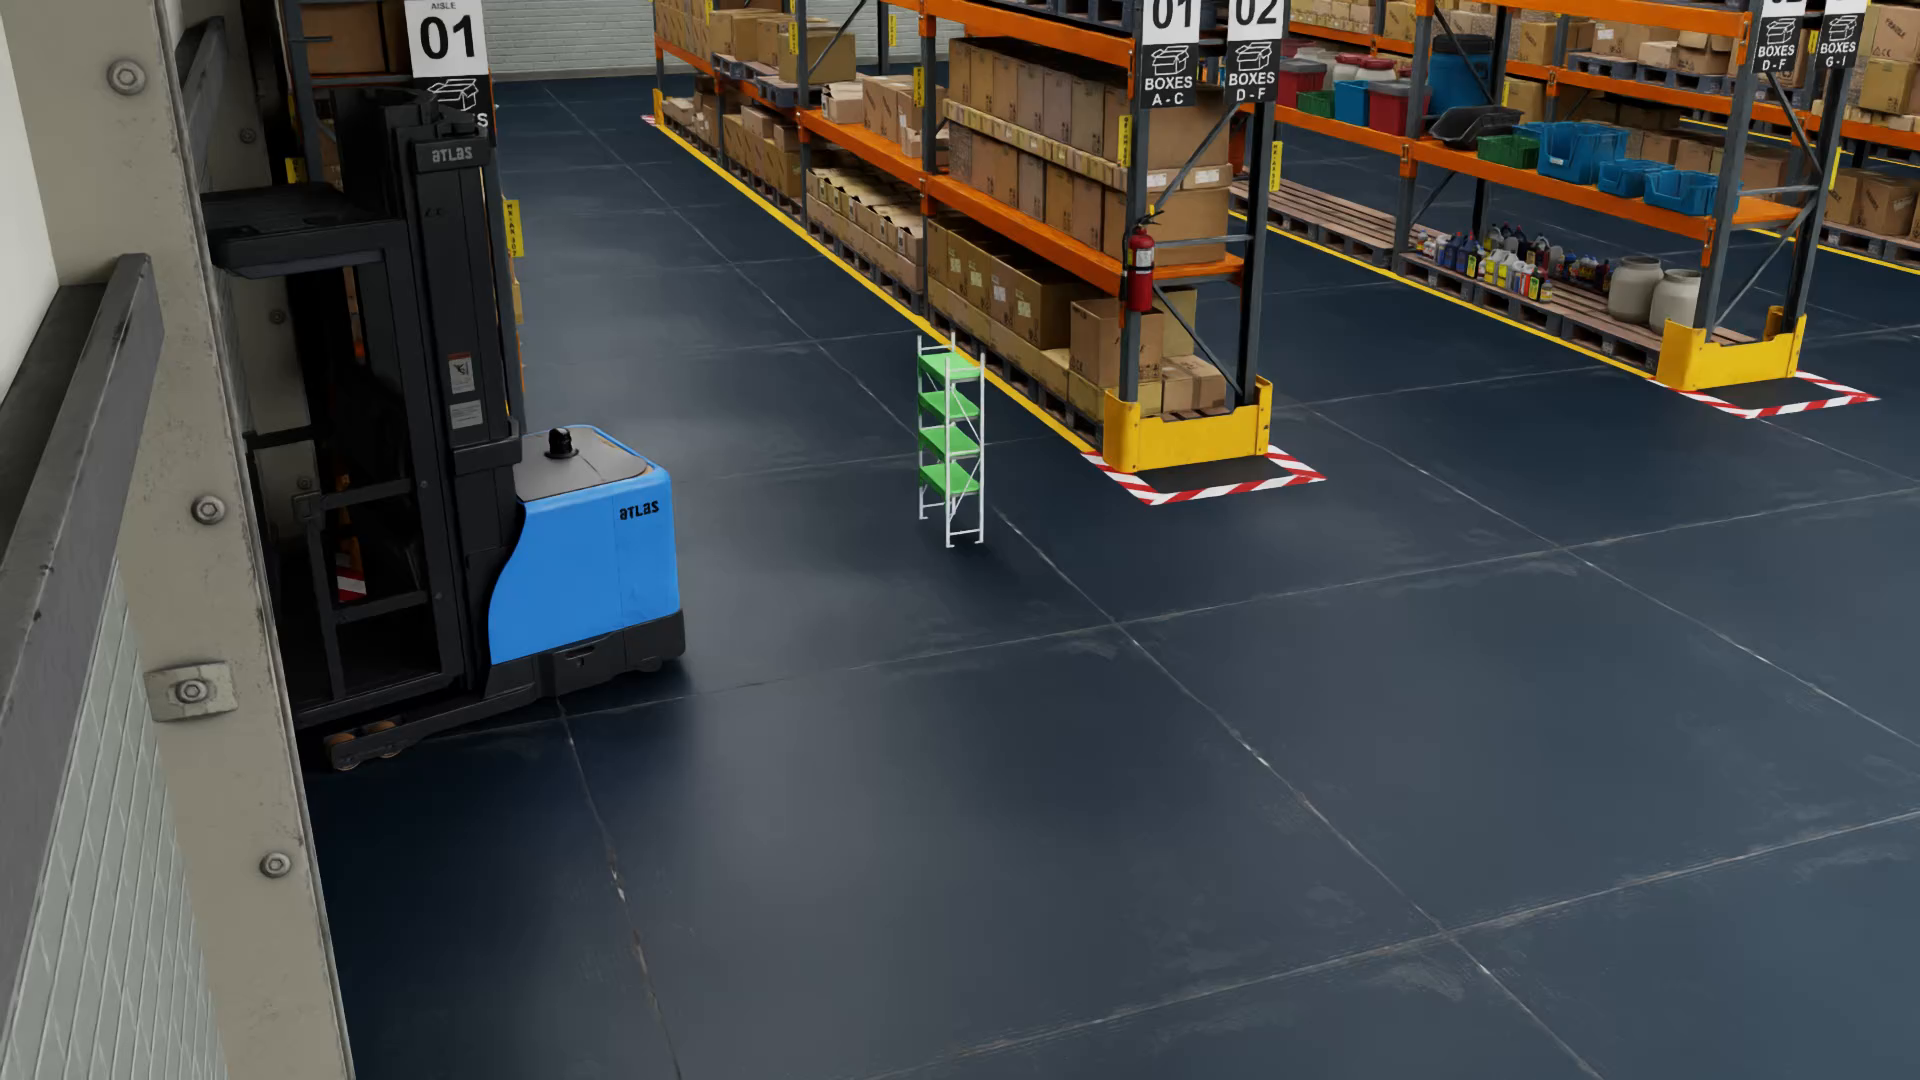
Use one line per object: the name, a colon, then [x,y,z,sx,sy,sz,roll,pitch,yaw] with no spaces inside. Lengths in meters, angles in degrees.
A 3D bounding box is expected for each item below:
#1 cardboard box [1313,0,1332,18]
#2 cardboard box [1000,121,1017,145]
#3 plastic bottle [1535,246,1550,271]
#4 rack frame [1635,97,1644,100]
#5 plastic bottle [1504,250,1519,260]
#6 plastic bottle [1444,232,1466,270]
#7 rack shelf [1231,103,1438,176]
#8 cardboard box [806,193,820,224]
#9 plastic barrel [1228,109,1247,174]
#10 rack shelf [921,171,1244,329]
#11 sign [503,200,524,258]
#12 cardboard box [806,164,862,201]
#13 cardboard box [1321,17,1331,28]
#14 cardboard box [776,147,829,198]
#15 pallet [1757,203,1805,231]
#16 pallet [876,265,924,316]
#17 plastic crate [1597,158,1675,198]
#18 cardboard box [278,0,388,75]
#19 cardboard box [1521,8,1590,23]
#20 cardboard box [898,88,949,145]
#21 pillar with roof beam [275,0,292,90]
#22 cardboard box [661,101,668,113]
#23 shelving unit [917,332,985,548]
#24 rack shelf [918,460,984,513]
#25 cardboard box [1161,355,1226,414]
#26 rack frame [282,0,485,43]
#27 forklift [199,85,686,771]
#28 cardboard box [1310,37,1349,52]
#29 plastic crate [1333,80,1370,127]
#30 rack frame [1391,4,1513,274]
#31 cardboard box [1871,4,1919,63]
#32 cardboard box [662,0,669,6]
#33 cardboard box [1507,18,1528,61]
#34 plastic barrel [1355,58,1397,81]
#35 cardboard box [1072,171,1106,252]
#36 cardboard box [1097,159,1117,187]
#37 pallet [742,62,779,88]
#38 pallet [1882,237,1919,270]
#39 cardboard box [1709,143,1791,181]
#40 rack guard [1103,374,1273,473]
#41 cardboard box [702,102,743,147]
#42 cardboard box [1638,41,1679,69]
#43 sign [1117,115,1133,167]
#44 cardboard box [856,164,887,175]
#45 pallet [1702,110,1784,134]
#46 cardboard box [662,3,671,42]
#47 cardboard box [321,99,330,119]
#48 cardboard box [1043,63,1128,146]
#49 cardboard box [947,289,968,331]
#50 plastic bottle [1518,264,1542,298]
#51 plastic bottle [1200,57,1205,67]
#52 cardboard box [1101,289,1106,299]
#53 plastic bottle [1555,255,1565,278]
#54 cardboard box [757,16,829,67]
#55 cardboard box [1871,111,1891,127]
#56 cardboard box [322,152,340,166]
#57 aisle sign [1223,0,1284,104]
cardboard box: [5.835,-8.266,25.809,0.500,0.250,0.500,-8,24,-18]
cardboard box: [0.532,-3.189,12.989,0.380,0.149,0.250,-9,25,-21]
plastic bottle: [5.428,-2.609,15.509,0.061,0.283,0.133,-8,24,-19]
rack frame: [11.278,-8.344,26.185,1.000,3.000,0.127,-8,24,-19]
plastic bottle: [5.038,-2.518,15.302,0.152,0.276,0.135,-8,24,-19]
plastic bottle: [4.692,-2.746,15.746,0.144,0.351,0.185,-8,24,-18]
rack shelf: [4.088,-4.509,18.012,1.077,0.370,4.000,-8,24,-19]
cardboard box: [-1.343,-3.585,17.893,0.500,0.250,0.500,-8,24,-19]
plastic barrel: [3.193,-4.936,20.353,0.600,0.830,0.708,-8,24,-19]
rack shelf: [0.866,-2.377,12.955,1.077,0.370,4.000,-8,24,-19]
sign: [-2.553,-1.775,9.484,0.100,0.325,0.005,-8,24,-19]
cardboard box: [-1.343,-3.843,17.784,0.500,0.311,0.500,-7,24,-17]
cardboard box: [5.824,-8.024,25.749,0.380,0.149,0.250,-8,24,-18]
cardboard box: [-1.804,-4.247,19.117,0.500,0.500,0.500,-7,24,-17]
pallet: [9.152,-3.791,18.973,1.003,0.211,1.213,-8,24,-19]
pallet: [-0.137,-2.413,15.703,1.003,0.211,1.213,-8,24,-19]
plastic crate: [5.527,-2.969,13.625,0.499,0.251,0.408,-8,24,-19]
cardboard box: [-3.445,-2.856,9.146,0.500,0.500,0.500,-7,24,-15]
cardboard box: [7.772,-7.023,21.630,0.797,0.503,0.637,-7,24,-17]
cardboard box: [-0.283,-3.954,15.641,0.500,0.500,0.500,-7,24,-15]
pillar with roof beam: [-6.448,-11.332,25.551,9.100,9.000,0.400,-8,24,-19]
cardboard box: [-4.253,-6.485,24.879,0.380,0.149,0.250,-8,24,-19]
shelving unit: [-0.058,-0.613,10.160,0.258,1.200,0.503,-8,24,-19]
rack shelf: [-0.058,-0.333,10.278,0.258,0.148,0.480,-8,24,-19]
cardboard box: [1.591,-1.134,12.078,0.500,0.250,0.500,-8,24,-19]
rack frame: [-3.061,-4.066,8.310,1.000,3.000,0.127,-8,24,-19]
forklift: [-2.924,-0.515,7.697,3.031,2.935,1.130,-16,28,-33]
cardboard box: [6.126,-7.492,26.359,0.875,0.875,0.875,-8,24,-19]
plastic crate: [4.114,-4.465,17.001,0.392,0.384,0.575,-8,24,-19]
rack frame: [4.795,-4.114,16.148,1.000,3.000,0.127,-8,24,-19]
cardboard box: [9.527,-5.057,16.588,0.500,0.500,0.500,-8,24,-19]
cardboard box: [-3.978,-7.916,23.754,0.500,0.500,0.500,-8,24,-18]
cardboard box: [7.438,-6.620,21.966,0.500,0.500,0.500,-9,24,-19]
plastic barrel: [4.403,-4.821,17.651,0.433,0.535,0.433,0,23,0]
cardboard box: [1.229,-2.390,11.929,0.700,0.500,0.500,-8,24,-18]
cardboard box: [1.165,-2.535,11.438,0.380,0.149,0.250,-8,24,-18]
pallet: [-1.945,-5.507,19.700,1.003,0.211,1.213,-8,24,-19]
pallet: [10.133,-2.825,16.681,1.003,0.211,1.213,-8,24,-19]
cardboard box: [9.081,-4.246,19.114,0.700,0.500,0.500,-8,24,-19]
rack guard: [1.581,-0.822,11.556,1.175,0.500,0.348,-8,24,-19]
cardboard box: [-3.133,-5.561,22.235,0.500,0.500,0.500,-8,24,-19]
cardboard box: [8.392,-5.731,19.637,0.500,0.250,0.500,-9,24,-20]
sign: [1.060,-2.555,10.655,0.100,0.325,0.005,-8,24,-19]
cardboard box: [-0.838,-3.917,17.960,0.500,0.311,0.500,-8,24,-18]
pallet: [11.989,-6.332,25.002,1.003,0.211,1.213,-8,24,-19]
cardboard box: [-3.983,-7.458,23.953,0.500,0.500,0.500,-9,24,-20]
cardboard box: [-5.074,-3.632,14.310,0.700,0.500,0.500,-5,23,-12]
cardboard box: [1.031,-3.190,12.158,0.700,0.500,0.500,-8,24,-19]
cardboard box: [0.211,-1.970,14.060,0.500,0.250,0.500,-8,24,-19]
plastic bottle: [5.085,-2.311,14.810,0.152,0.276,0.135,-8,24,-19]
plastic bottle: [3.108,-6.175,21.204,0.097,0.271,0.097,0,23,0]
cardboard box: [1.224,-1.841,12.790,0.500,0.500,0.500,-8,24,-19]
plastic bottle: [5.595,-2.547,15.467,0.097,0.201,0.097,0,23,0]
cardboard box: [-1.985,-5.948,19.832,0.700,0.500,0.500,-15,27,-32]
cardboard box: [9.510,-4.289,16.888,0.380,0.149,0.250,-8,24,-19]
cardboard box: [-3.959,-2.283,11.007,0.500,0.500,0.500,-8,24,-18]
aisle sign: [1.882,-3.198,10.629,0.394,0.787,0.004,-8,24,-19]
